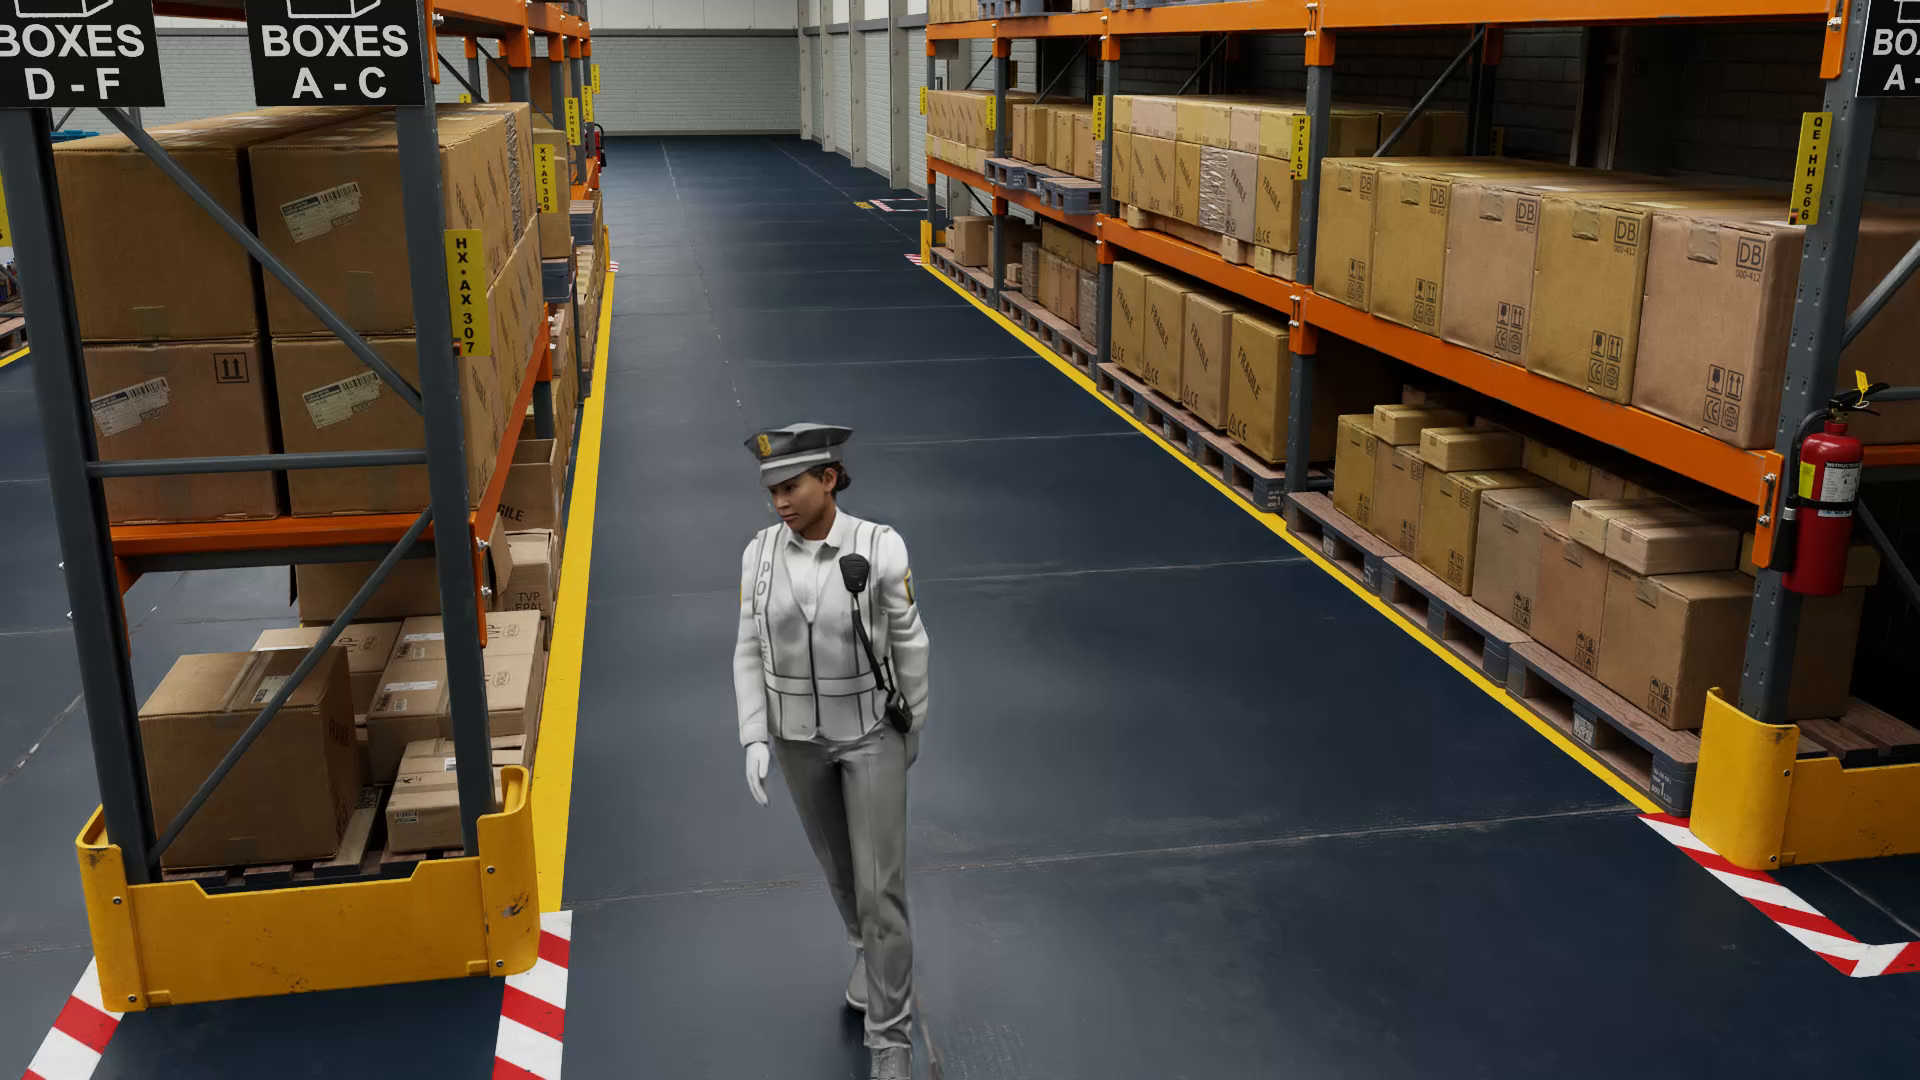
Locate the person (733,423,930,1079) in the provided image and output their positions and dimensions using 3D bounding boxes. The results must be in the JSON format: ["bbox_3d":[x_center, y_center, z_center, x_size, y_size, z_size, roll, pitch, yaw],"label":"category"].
[{"bbox_3d":[-0.320,0.539,4.196,0.548,1.665,0.758,4,17,13],"label":"person"}]
